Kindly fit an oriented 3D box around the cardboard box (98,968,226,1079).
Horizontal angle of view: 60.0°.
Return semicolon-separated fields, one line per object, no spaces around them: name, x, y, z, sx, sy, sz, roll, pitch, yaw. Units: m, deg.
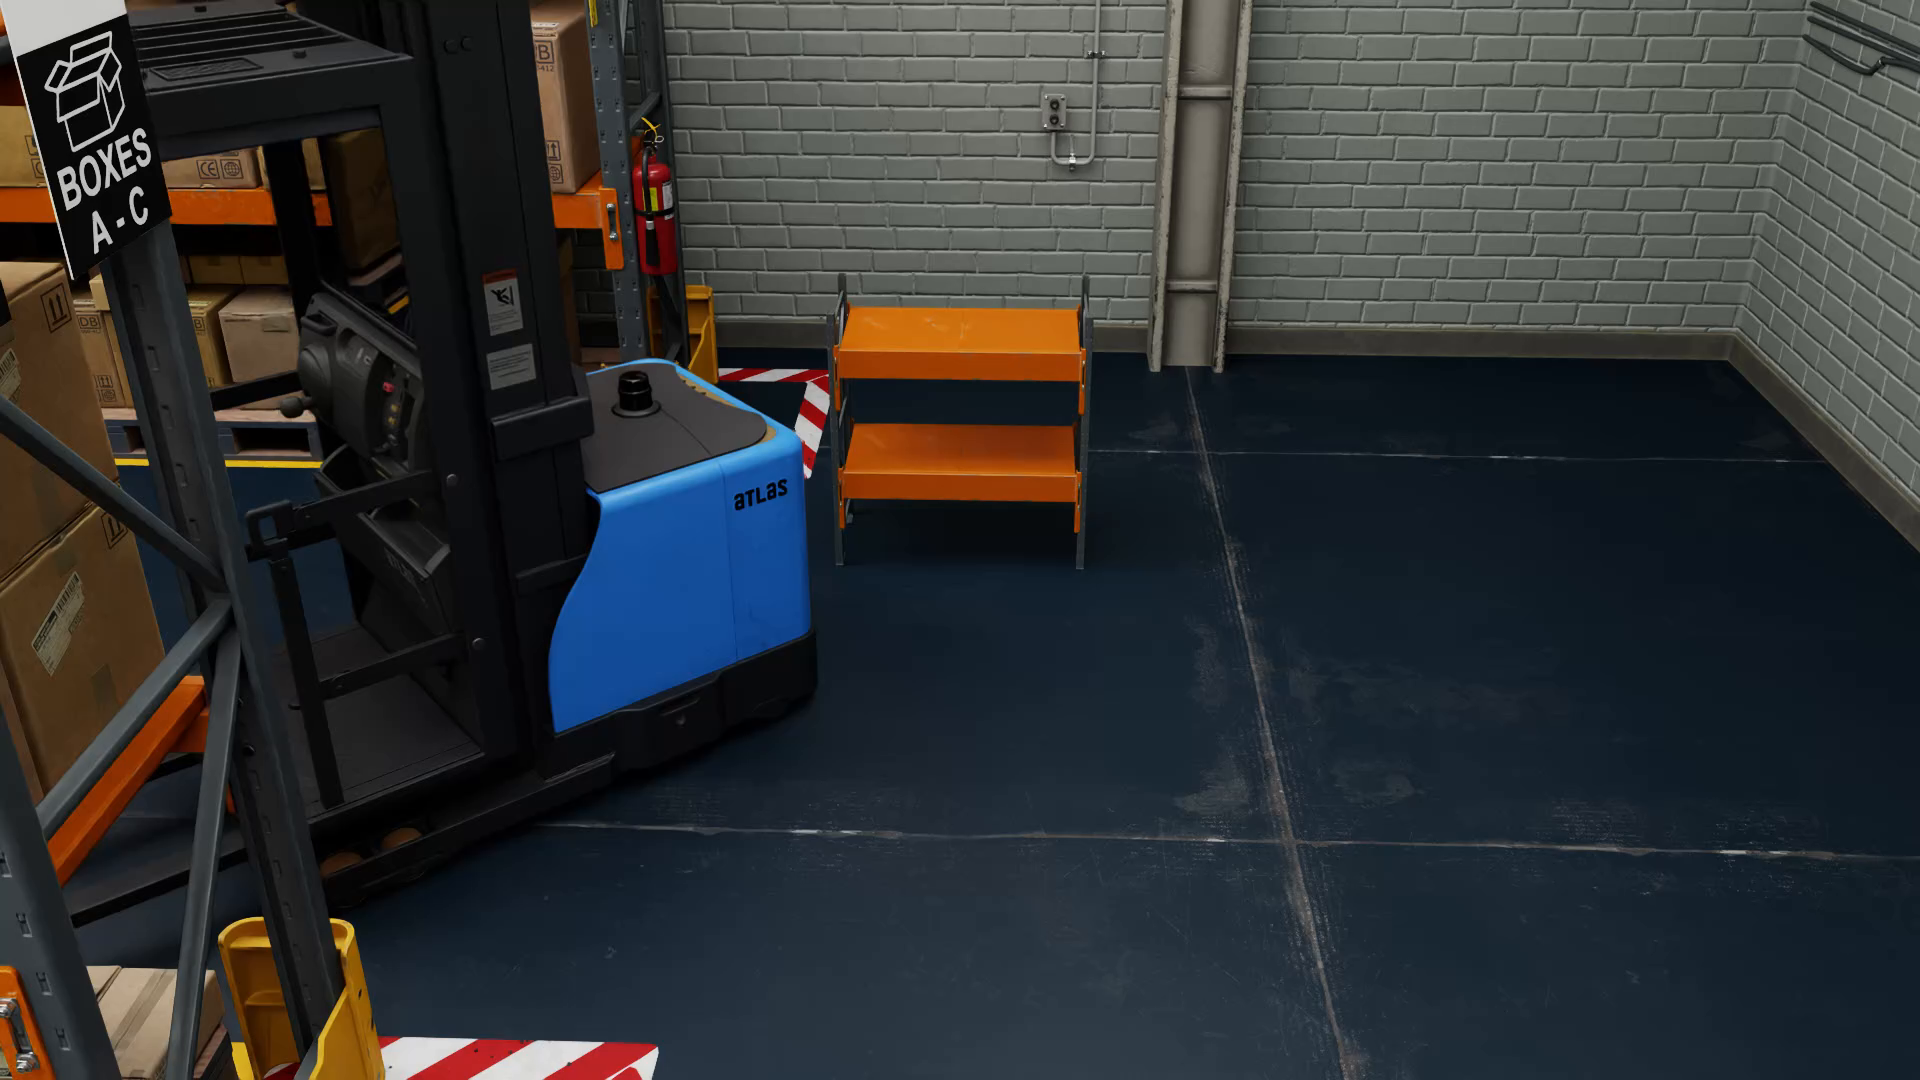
cardboard box;-2.078;1.273;4.220;0.250;0.149;0.380;1;28;2

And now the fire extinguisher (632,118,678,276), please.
fire extinguisher;-1.366;-1.526;7.407;0.183;0.674;0.296;1;28;2

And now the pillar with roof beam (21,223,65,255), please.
pillar with roof beam;-4.920;-3.038;3.374;0.400;9.000;9.100;1;28;2

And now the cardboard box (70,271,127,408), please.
cardboard box;-4.252;-1.020;8.193;0.500;0.500;0.700;1;28;1

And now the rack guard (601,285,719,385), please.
rack guard;-1.476;-0.838;8.298;0.348;0.500;1.175;1;28;2

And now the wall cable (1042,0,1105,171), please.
wall cable;-0.187;-2.814;8.271;1.851;1.984;0.084;1;28;2

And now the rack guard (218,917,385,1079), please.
rack guard;-1.747;1.479;3.927;0.348;0.500;1.175;1;28;2

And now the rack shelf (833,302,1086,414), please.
rack shelf;0.007;-0.755;6.849;1.000;0.278;0.538;1;28;2

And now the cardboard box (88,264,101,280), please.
cardboard box;-4.102;-1.400;8.217;0.250;0.149;0.380;0;28;0

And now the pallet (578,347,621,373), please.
pallet;-2.302;-0.688;8.322;1.213;0.211;1.003;1;28;2

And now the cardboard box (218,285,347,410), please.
cardboard box;-3.206;-1.005;8.165;0.500;0.500;0.700;0;28;0

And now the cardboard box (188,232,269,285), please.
cardboard box;-3.591;-1.392;8.201;0.250;0.149;0.380;0;28;1

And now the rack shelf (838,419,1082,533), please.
rack shelf;0.007;-0.281;7.101;1.000;0.278;0.538;1;28;2

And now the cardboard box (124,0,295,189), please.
cardboard box;-3.499;-2.103;7.695;0.700;0.700;0.980;0;28;-1

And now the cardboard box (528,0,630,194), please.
cardboard box;-2.010;-2.080;7.650;0.700;0.700;0.980;2;28;4

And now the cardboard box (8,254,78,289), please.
cardboard box;-4.418;-1.226;7.888;0.250;0.149;0.380;2;28;4

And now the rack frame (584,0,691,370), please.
rack frame;-1.500;-1.943;7.713;0.127;3.000;1.000;1;28;2

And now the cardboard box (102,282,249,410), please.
cardboard box;-3.739;-1.011;8.175;0.500;0.500;0.700;2;28;3

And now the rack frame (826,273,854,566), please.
rack frame;-0.501;-0.505;7.002;0.032;1.125;0.500;1;28;2

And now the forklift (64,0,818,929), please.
forklift;-1.985;-0.444;4.957;3.031;2.935;1.130;-21;34;-34

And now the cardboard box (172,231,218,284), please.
cardboard box;-3.849;-1.396;8.208;0.250;0.149;0.380;1;28;2

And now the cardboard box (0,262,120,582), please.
cardboard box;-2.105;-0.241;3.328;0.500;0.500;0.500;2;28;3

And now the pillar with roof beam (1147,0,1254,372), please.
pillar with roof beam;1.077;-2.939;3.187;0.400;9.000;9.100;1;28;2

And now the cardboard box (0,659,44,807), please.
cardboard box;-2.129;0.451;3.089;0.500;0.500;0.500;2;28;3

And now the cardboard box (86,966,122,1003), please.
cardboard box;-2.328;1.261;4.224;0.250;0.166;0.380;1;28;2

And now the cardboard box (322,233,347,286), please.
cardboard box;-3.082;-1.384;8.185;0.250;0.149;0.380;1;28;3

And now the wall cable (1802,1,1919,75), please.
wall cable;4.140;-2.961;6.544;0.112;2.526;3.097;1;28;2

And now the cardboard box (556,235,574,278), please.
cardboard box;-2.071;-1.367;8.155;0.250;0.149;0.380;1;28;2

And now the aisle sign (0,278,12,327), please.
aisle sign;-1.614;-0.629;2.458;0.004;0.787;0.394;1;28;2

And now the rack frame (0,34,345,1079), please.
rack frame;-1.671;0.374;3.342;0.053;2.616;0.949;1;28;2

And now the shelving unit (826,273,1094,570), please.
shelving unit;0.007;-0.497;6.986;1.048;1.125;0.538;1;28;2

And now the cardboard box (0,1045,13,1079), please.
cardboard box;-2.223;1.392;3.621;0.500;0.500;0.500;1;28;2

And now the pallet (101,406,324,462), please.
pallet;-3.518;-0.709;8.363;1.213;0.211;1.003;1;28;2

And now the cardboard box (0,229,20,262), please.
cardboard box;-4.892;-1.412;8.239;0.250;0.149;0.380;1;28;1

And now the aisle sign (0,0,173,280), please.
aisle sign;-1.593;-0.909;2.987;0.004;0.787;0.394;1;28;2

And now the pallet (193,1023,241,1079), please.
pallet;-2.544;1.594;4.019;1.213;0.211;1.003;1;28;2

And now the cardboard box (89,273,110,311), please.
cardboard box;-3.897;-1.217;7.871;0.250;0.149;0.380;0;28;0

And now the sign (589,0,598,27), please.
sign;-1.533;-2.306;6.908;0.005;0.325;0.100;1;28;2

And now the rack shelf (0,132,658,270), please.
rack shelf;-3.499;-1.659;7.944;4.000;0.370;1.077;1;28;2

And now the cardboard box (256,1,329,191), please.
cardboard box;-2.738;-2.086;7.663;0.700;0.700;0.980;1;28;1

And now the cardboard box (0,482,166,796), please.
cardboard box;-2.105;0.201;3.562;0.500;0.500;0.500;2;28;3

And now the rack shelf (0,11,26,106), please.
rack shelf;-3.670;-0.665;2.867;4.000;0.370;1.077;1;28;2

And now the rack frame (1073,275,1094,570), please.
rack frame;0.515;-0.488;6.970;0.032;1.125;0.500;1;28;2

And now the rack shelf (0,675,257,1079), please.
rack shelf;-3.670;0.660;3.570;4.000;0.370;1.077;1;28;2

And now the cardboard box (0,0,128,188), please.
cardboard box;-4.227;-2.111;7.709;0.700;0.700;0.980;0;28;0

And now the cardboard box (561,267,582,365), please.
cardboard box;-2.203;-0.989;8.134;0.500;0.500;0.700;1;28;2

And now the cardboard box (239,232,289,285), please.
cardboard box;-3.338;-1.387;8.193;0.250;0.149;0.380;1;28;2
